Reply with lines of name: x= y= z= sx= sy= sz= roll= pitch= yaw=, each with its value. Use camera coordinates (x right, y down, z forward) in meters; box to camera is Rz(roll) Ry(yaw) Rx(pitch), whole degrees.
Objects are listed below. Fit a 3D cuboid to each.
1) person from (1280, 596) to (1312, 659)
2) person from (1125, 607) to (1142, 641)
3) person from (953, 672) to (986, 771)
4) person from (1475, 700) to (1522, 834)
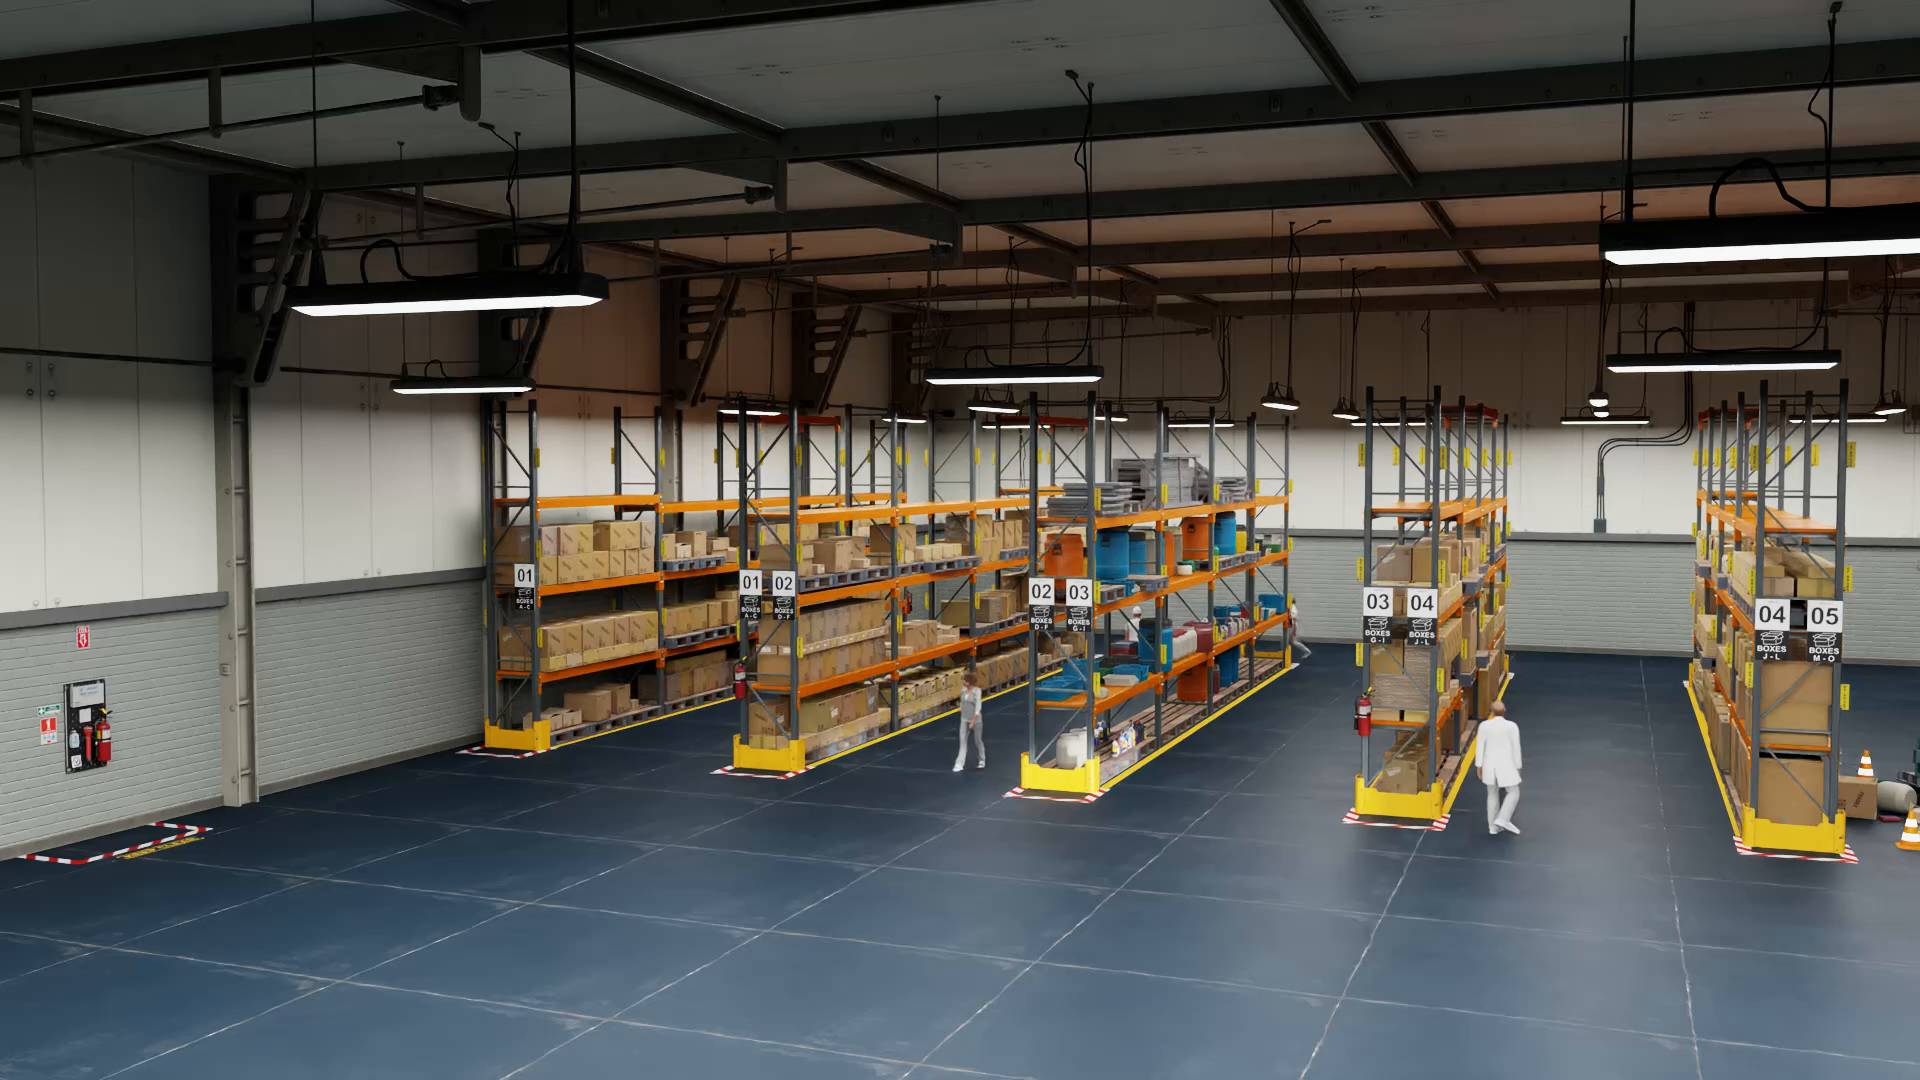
person: x=8.184 y=2.150 z=40.850 sx=0.923 sy=1.648 sz=0.458 roll=1 pitch=3 yaw=16
person: x=3.849 y=2.338 z=36.064 sx=0.577 sy=1.786 sz=0.534 roll=1 pitch=3 yaw=22
person: x=0.137 y=2.894 z=26.489 sx=0.438 sy=1.560 sz=0.905 roll=2 pitch=3 yaw=29
person: x=7.157 y=3.025 z=22.103 sx=0.612 sy=1.777 sz=0.570 roll=2 pitch=3 yaw=35
